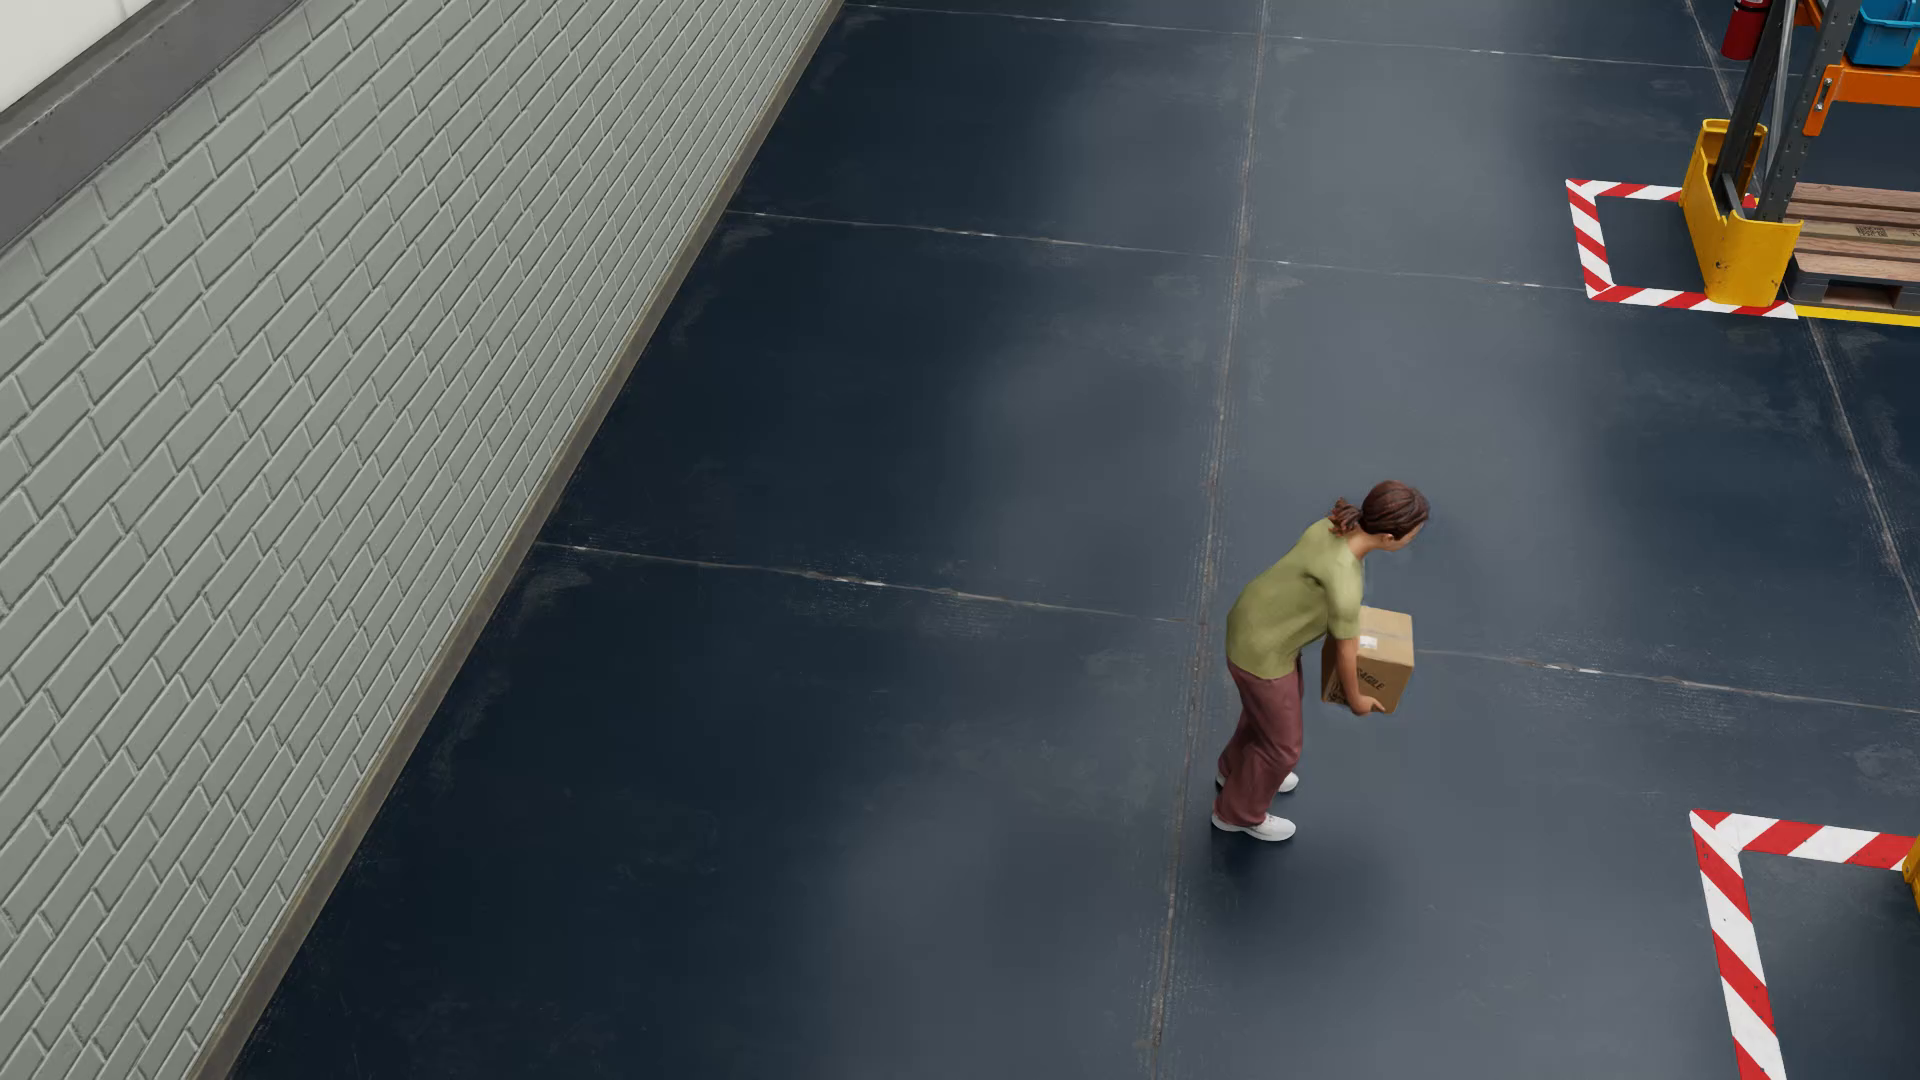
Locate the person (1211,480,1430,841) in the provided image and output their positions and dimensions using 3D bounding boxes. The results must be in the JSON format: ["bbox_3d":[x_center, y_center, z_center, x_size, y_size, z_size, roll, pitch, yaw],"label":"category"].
[{"bbox_3d":[1.203,0.412,5.764,0.582,1.571,0.412,6,41,7],"label":"person"}]
